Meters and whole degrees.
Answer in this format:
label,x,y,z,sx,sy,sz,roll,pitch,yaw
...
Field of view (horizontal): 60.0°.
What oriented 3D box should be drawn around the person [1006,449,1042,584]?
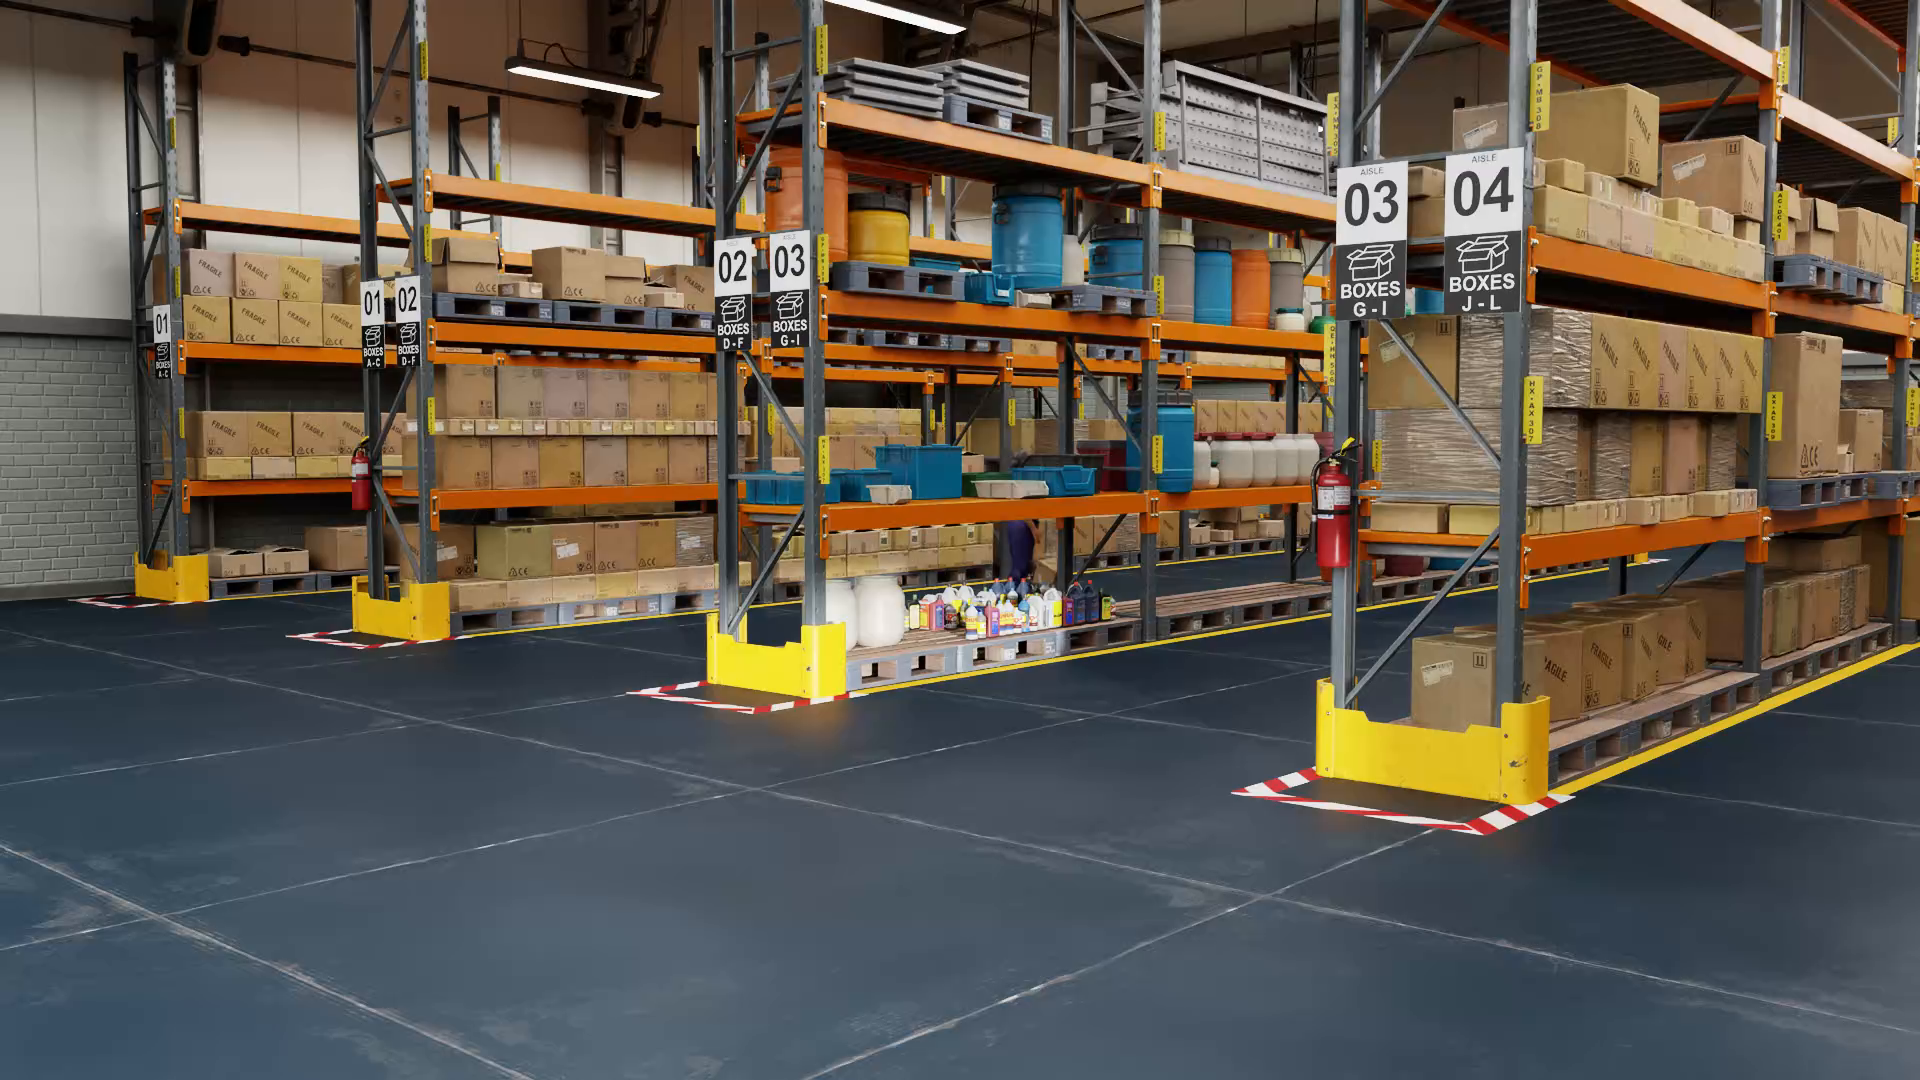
label,x,y,z,sx,sy,sz,roll,pitch,yaw
person,0.629,-0.071,16.509,0.369,1.656,0.614,0,4,0
